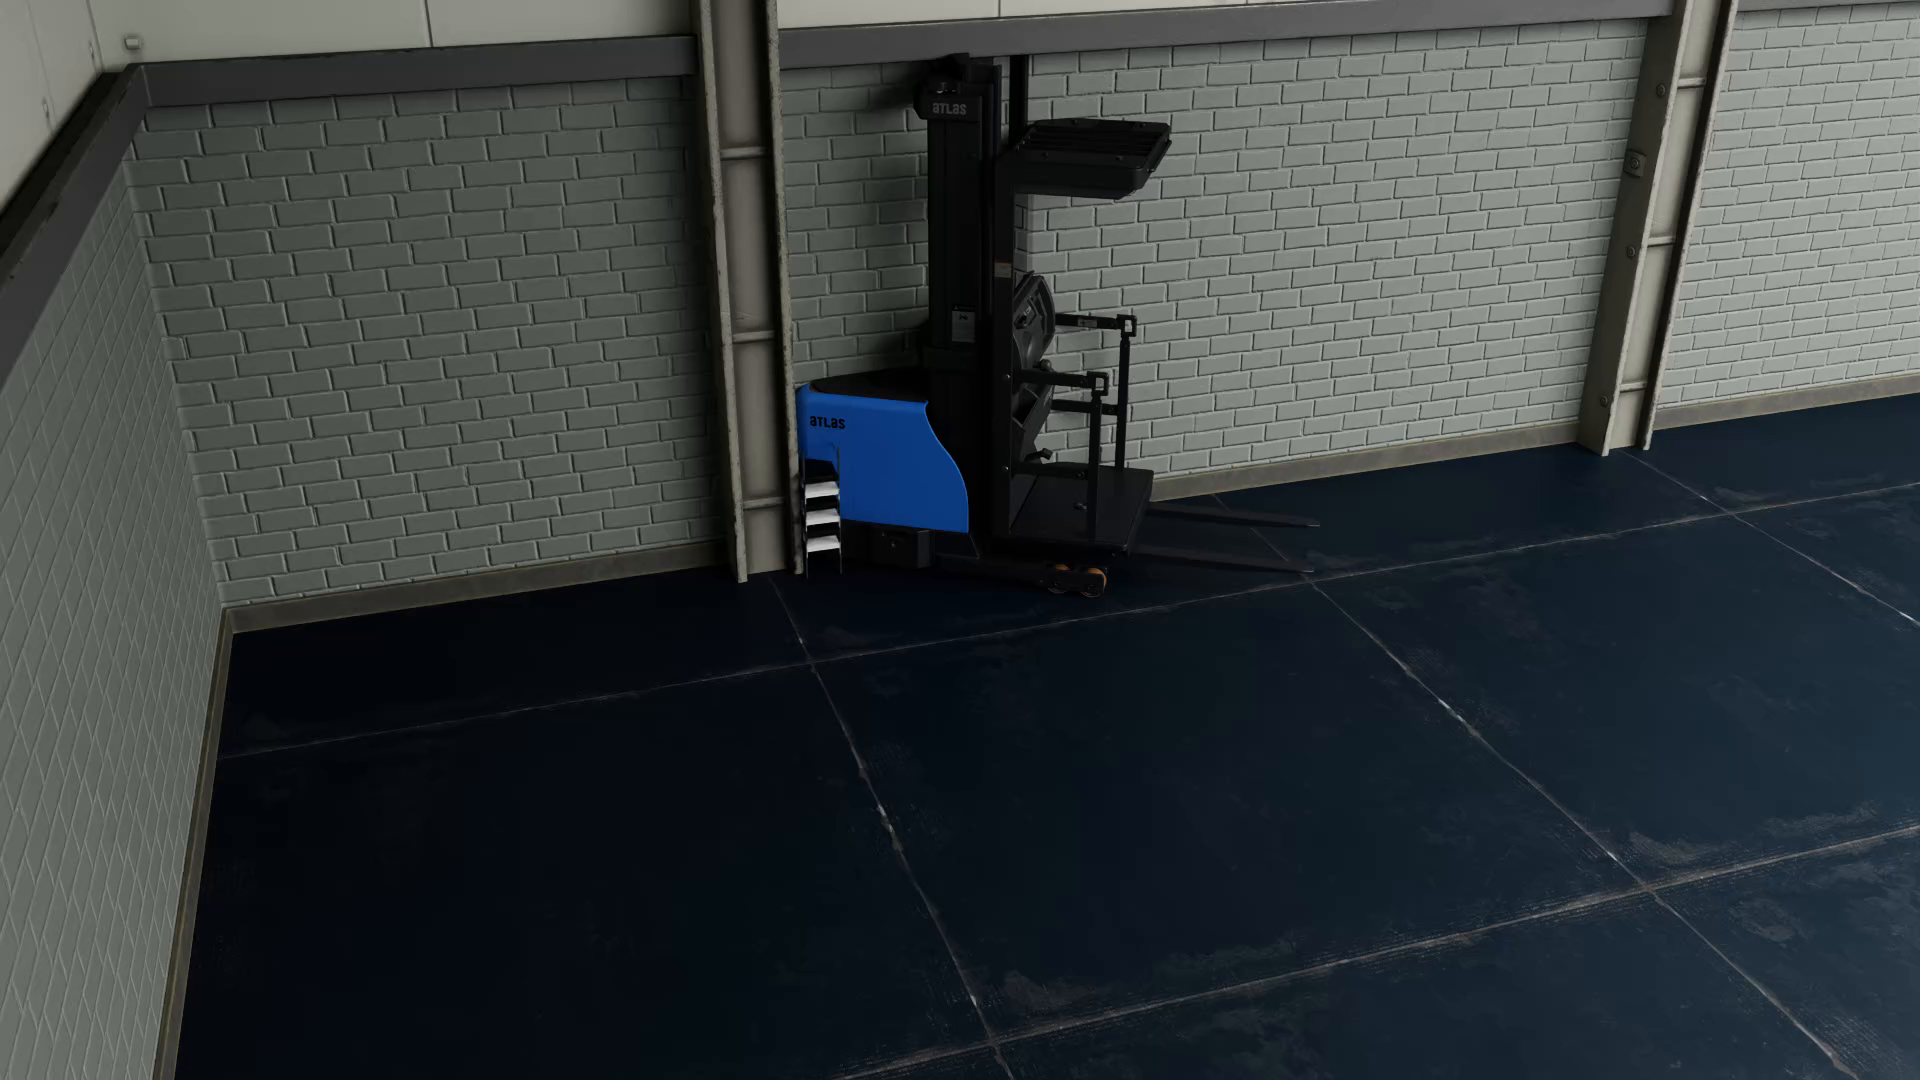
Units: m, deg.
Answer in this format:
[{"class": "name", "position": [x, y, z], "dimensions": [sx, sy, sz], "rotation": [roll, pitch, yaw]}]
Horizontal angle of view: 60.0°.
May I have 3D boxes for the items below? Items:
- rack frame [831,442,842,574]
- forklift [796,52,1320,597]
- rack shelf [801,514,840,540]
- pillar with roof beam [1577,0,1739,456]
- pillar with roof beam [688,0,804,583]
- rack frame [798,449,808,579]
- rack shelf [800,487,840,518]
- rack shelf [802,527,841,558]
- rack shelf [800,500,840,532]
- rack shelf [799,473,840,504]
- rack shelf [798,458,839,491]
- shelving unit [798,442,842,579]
[{"class": "rack frame", "position": [-0.730, -0.197, 9.738], "dimensions": [0.006, 0.900, 0.240], "rotation": [-8, 32, -15]}, {"class": "forklift", "position": [0.611, -1.244, 9.459], "dimensions": [3.031, 2.935, 1.130], "rotation": [6, 27, 13]}, {"class": "rack shelf", "position": [-0.830, -0.078, 9.775], "dimensions": [0.200, 0.077, 0.258], "rotation": [-8, 32, -15]}, {"class": "pillar with roof beam", "position": [5.876, -2.878, 5.928], "dimensions": [0.400, 9.000, 9.100], "rotation": [-8, 28, -16]}, {"class": "pillar with roof beam", "position": [0.171, -2.052, 4.263], "dimensions": [0.400, 9.000, 9.100], "rotation": [-8, 28, -16]}, {"class": "rack frame", "position": [-0.925, -0.171, 9.686], "dimensions": [0.006, 0.900, 0.240], "rotation": [-8, 32, -15]}, {"class": "rack shelf", "position": [-0.826, -0.233, 9.683], "dimensions": [0.200, 0.077, 0.258], "rotation": [-8, 32, -15]}, {"class": "rack shelf", "position": [-0.832, -0.001, 9.822], "dimensions": [0.200, 0.077, 0.258], "rotation": [-8, 32, -15]}, {"class": "rack shelf", "position": [-0.828, -0.155, 9.729], "dimensions": [0.200, 0.077, 0.258], "rotation": [-8, 32, -15]}, {"class": "rack shelf", "position": [-0.824, -0.310, 9.637], "dimensions": [0.200, 0.077, 0.258], "rotation": [-8, 32, -15]}, {"class": "rack shelf", "position": [-0.822, -0.387, 9.591], "dimensions": [0.200, 0.077, 0.258], "rotation": [-8, 32, -15]}, {"class": "shelving unit", "position": [-0.827, -0.184, 9.712], "dimensions": [0.210, 0.900, 0.258], "rotation": [-8, 32, -15]}]
